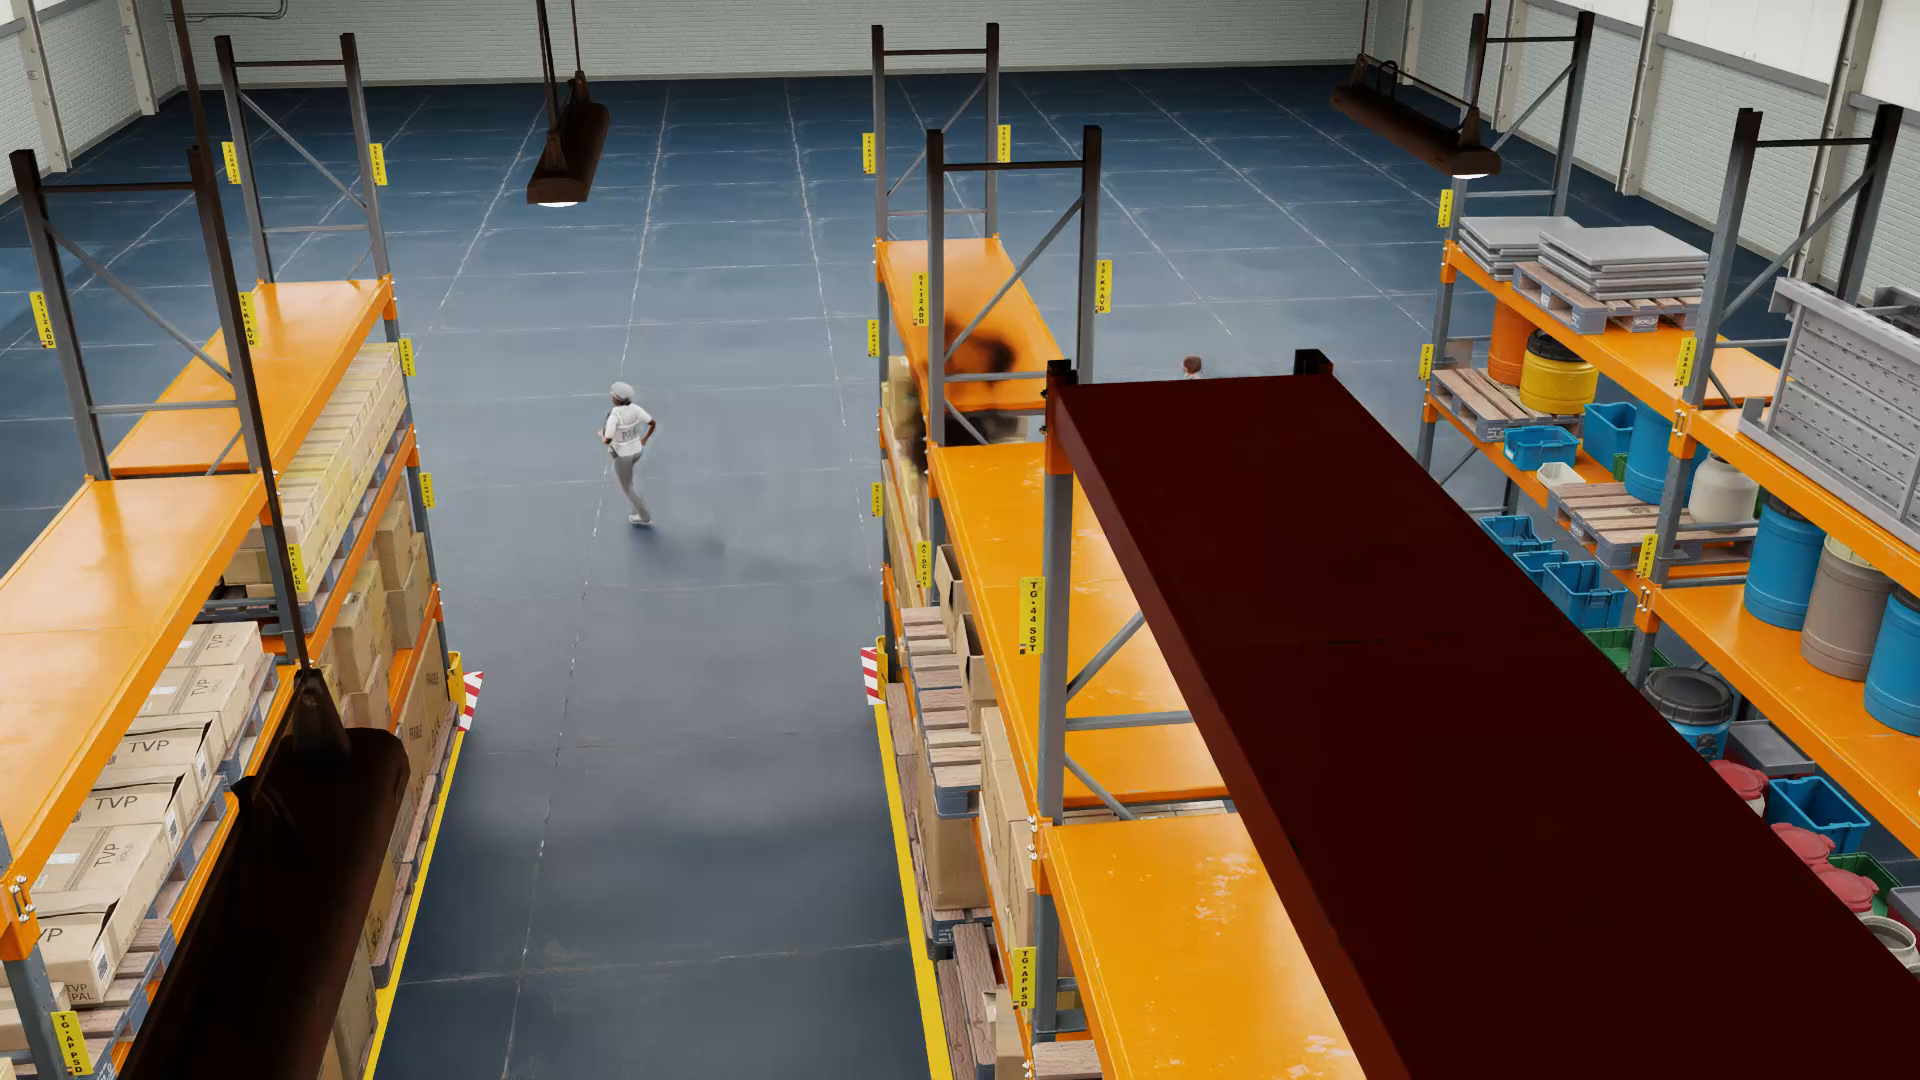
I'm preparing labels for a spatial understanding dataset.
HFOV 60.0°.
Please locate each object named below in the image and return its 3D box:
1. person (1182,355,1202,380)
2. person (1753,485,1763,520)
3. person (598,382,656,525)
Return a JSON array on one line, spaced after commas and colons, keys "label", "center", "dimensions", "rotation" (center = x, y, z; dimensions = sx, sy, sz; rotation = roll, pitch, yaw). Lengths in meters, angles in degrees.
[{"label": "person", "center": [2.658, -1.413, 19.635], "dimensions": [0.639, 1.594, 0.517], "rotation": [7, 26, 14]}, {"label": "person", "center": [8.574, -0.717, 17.955], "dimensions": [0.779, 1.848, 0.656], "rotation": [10, 27, 20]}, {"label": "person", "center": [-3.764, -0.975, 18.599], "dimensions": [0.652, 1.679, 0.553], "rotation": [12, 28, 24]}]
